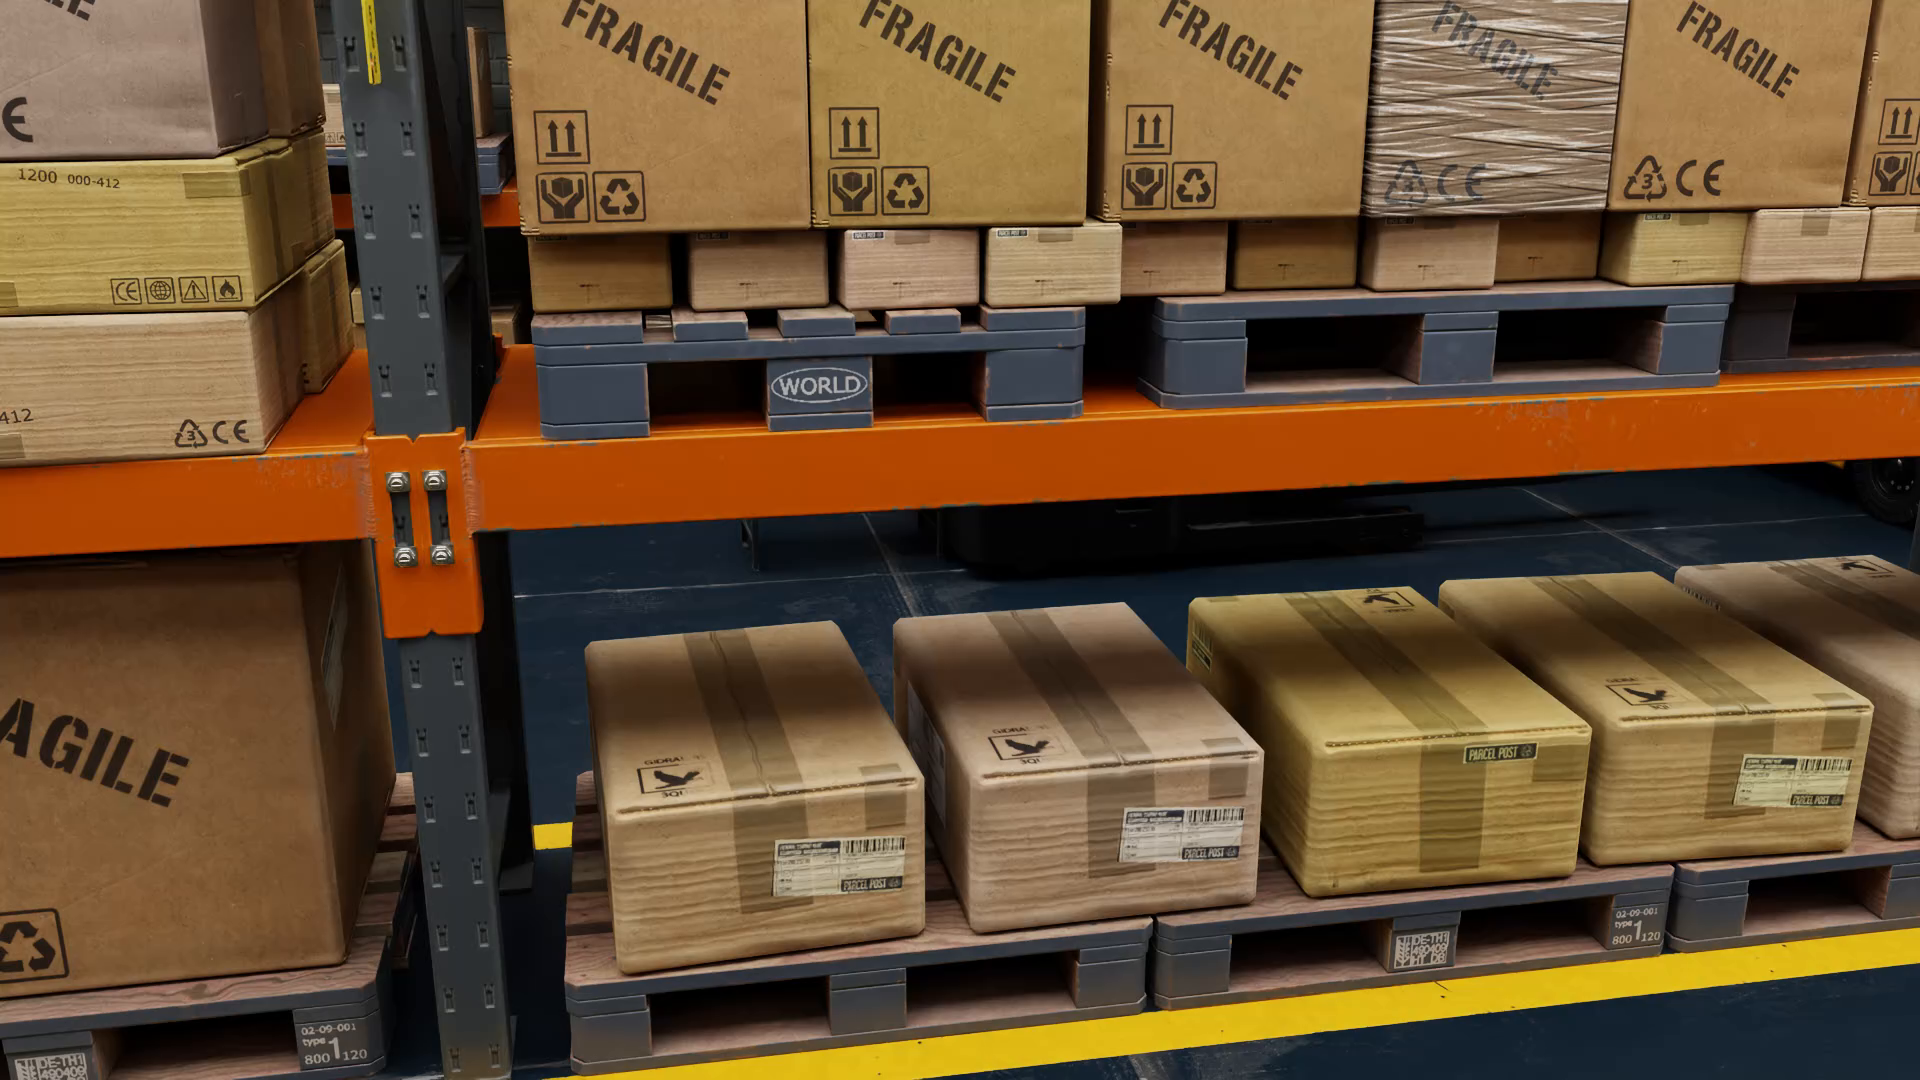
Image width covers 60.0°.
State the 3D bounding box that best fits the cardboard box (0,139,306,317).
[{"bbox_3d":[-1.475,-0.562,2.937,0.500,0.250,0.500,-3,17,-11],"label":"cardboard box"}]

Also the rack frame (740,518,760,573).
[{"bbox_3d":[-0.832,-0.648,6.368,0.023,1.500,0.400,-4,18,-14],"label":"rack frame"}]

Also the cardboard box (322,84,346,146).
[{"bbox_3d":[-2.967,-1.903,7.438,0.500,0.250,0.500,-4,18,-13],"label":"cardboard box"}]

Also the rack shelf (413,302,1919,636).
[{"bbox_3d":[0.916,-0.263,3.783,4.000,0.370,1.077,-3,17,-10],"label":"rack shelf"}]

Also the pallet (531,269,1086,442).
[{"bbox_3d":[-0.368,-0.474,3.572,1.003,0.211,1.213,-3,17,-10],"label":"pallet"}]

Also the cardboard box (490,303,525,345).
[{"bbox_3d":[-2.367,-0.846,8.000,0.500,0.500,0.500,-3,17,-9],"label":"cardboard box"}]

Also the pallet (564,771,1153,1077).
[{"bbox_3d":[-0.280,0.795,3.865,1.213,0.211,1.003,-3,17,-10],"label":"pallet"}]

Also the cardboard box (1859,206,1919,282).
[{"bbox_3d":[1.918,-0.656,3.552,0.250,0.149,0.380,-4,17,-11],"label":"cardboard box"}]

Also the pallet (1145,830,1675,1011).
[{"bbox_3d":[0.915,0.728,4.083,1.213,0.211,1.003,-3,17,-10],"label":"pallet"}]

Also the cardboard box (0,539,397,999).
[{"bbox_3d":[-1.742,0.334,3.518,0.875,0.875,0.875,-3,17,-11],"label":"cardboard box"}]

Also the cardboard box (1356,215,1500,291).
[{"bbox_3d":[0.903,-0.616,3.422,0.250,0.149,0.380,-3,17,-9],"label":"cardboard box"}]

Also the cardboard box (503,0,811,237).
[{"bbox_3d":[-0.562,-0.844,3.059,0.500,0.500,0.500,-4,17,-12],"label":"cardboard box"}]

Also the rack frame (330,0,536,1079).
[{"bbox_3d":[-1.048,-0.495,3.315,0.127,3.000,1.000,-3,17,-10],"label":"rack frame"}]

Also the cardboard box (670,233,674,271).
[{"bbox_3d":[-0.521,-0.698,3.687,0.250,0.149,0.380,-3,17,-10],"label":"cardboard box"}]

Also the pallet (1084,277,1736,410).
[{"bbox_3d":[0.888,-0.526,3.741,1.213,0.211,1.003,-3,17,-10],"label":"pallet"}]

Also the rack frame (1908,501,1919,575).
[{"bbox_3d":[2.880,-0.718,4.040,0.127,3.000,1.000,-3,17,-10],"label":"rack frame"}]

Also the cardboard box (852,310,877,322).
[{"bbox_3d":[-0.738,-1.061,8.486,0.625,0.625,0.875,-3,17,-9],"label":"cardboard box"}]

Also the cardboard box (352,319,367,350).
[{"bbox_3d":[-2.861,-0.821,7.919,0.500,0.500,0.500,-4,17,-11],"label":"cardboard box"}]

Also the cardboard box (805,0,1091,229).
[{"bbox_3d":[-0.052,-0.875,3.161,0.500,0.500,0.500,-2,17,-8],"label":"cardboard box"}]

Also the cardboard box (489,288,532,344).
[{"bbox_3d":[-2.460,-0.989,8.465,0.500,0.500,0.500,-3,17,-8],"label":"cardboard box"}]

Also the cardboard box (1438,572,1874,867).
[{"bbox_3d":[1.660,0.408,4.134,0.625,0.372,0.950,-2,17,-7],"label":"cardboard box"}]

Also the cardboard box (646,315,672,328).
[{"bbox_3d":[-1.378,-1.022,8.360,0.625,0.625,0.875,-3,17,-9],"label":"cardboard box"}]

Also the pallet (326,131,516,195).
[{"bbox_3d":[-2.645,-1.776,7.812,1.003,0.211,1.213,-3,17,-10],"label":"pallet"}]

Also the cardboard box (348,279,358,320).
[{"bbox_3d":[-2.959,-1.115,7.771,0.250,0.149,0.380,-4,17,-12],"label":"cardboard box"}]

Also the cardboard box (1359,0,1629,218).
[{"bbox_3d":[0.961,-0.932,3.347,0.500,0.500,0.500,-4,18,-13],"label":"cardboard box"}]

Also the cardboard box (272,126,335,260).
[{"bbox_3d":[-1.592,-0.705,3.404,0.500,0.250,0.500,-3,17,-11],"label":"cardboard box"}]

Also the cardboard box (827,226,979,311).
[{"bbox_3d":[-0.132,-0.548,3.201,0.250,0.149,0.380,-4,18,-14],"label":"cardboard box"}]

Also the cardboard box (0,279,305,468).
[{"bbox_3d":[-1.495,-0.320,3.002,0.500,0.250,0.500,-4,17,-12],"label":"cardboard box"}]

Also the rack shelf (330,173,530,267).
[{"bbox_3d":[-3.957,-1.471,7.716,4.000,0.370,1.077,-3,17,-10],"label":"rack shelf"}]

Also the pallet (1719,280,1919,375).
[{"bbox_3d":[2.102,-0.626,4.067,1.213,0.211,1.003,-3,17,-10],"label":"pallet"}]

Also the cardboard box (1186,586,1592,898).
[{"bbox_3d":[0.978,0.448,4.006,0.625,0.372,0.950,-3,17,-9],"label":"cardboard box"}]

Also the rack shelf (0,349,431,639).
[{"bbox_3d":[-3.011,-0.040,3.058,4.000,0.370,1.077,-3,17,-10],"label":"rack shelf"}]

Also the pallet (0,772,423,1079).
[{"bbox_3d":[-1.836,0.860,3.652,1.213,0.211,1.003,-3,17,-10],"label":"pallet"}]

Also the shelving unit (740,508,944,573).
[{"bbox_3d":[-0.477,-0.675,6.454,0.755,1.500,0.431,-4,18,-14],"label":"shelving unit"}]

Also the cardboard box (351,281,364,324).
[{"bbox_3d":[-2.692,-1.117,7.777,0.250,0.149,0.380,-4,18,-13],"label":"cardboard box"}]

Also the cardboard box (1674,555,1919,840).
[{"bbox_3d":[2.365,0.367,4.267,0.625,0.372,0.950,-3,17,-10],"label":"cardboard box"}]

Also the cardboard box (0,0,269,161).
[{"bbox_3d":[-1.506,-0.917,2.814,0.500,0.500,0.500,-4,17,-12],"label":"cardboard box"}]

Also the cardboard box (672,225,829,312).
[{"bbox_3d":[-0.409,-0.546,3.194,0.250,0.149,0.380,-4,18,-14],"label":"cardboard box"}]

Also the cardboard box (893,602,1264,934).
[{"bbox_3d":[0.232,0.488,3.874,0.625,0.372,0.950,-4,17,-12],"label":"cardboard box"}]

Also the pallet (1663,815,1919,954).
[{"bbox_3d":[2.116,0.659,4.307,1.213,0.211,1.003,-3,17,-10],"label":"pallet"}]

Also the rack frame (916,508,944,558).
[{"bbox_3d":[-0.122,-0.701,6.541,0.023,1.500,0.400,-4,18,-14],"label":"rack frame"}]

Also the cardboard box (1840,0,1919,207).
[{"bbox_3d":[1.983,-0.989,3.530,0.500,0.500,0.500,-3,17,-10],"label":"cardboard box"}]

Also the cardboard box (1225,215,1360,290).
[{"bbox_3d":[0.634,-0.621,3.436,0.250,0.149,0.380,-3,17,-8],"label":"cardboard box"}]

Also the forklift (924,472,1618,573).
[{"bbox_3d":[1.373,-1.490,6.672,3.031,2.935,1.130,-4,18,-14],"label":"forklift"}]

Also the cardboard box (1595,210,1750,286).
[{"bbox_3d":[1.423,-0.638,3.492,0.250,0.149,0.380,-3,17,-10],"label":"cardboard box"}]

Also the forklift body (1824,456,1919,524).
[{"bbox_3d":[4.346,-1.334,7.492,1.214,2.155,2.313,-3,17,-10],"label":"forklift body"}]

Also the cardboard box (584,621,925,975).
[{"bbox_3d":[-0.491,0.532,3.732,0.625,0.372,0.950,-4,18,-14],"label":"cardboard box"}]

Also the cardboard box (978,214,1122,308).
[{"bbox_3d":[0.142,-0.558,3.231,0.250,0.149,0.380,-3,17,-10],"label":"cardboard box"}]

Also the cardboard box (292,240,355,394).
[{"bbox_3d":[-1.576,-0.469,3.484,0.500,0.250,0.500,-4,17,-11],"label":"cardboard box"}]

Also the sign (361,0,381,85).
[{"bbox_3d":[-0.939,-0.889,2.625,0.005,0.325,0.100,-3,17,-10],"label":"sign"}]

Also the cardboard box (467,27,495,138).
[{"bbox_3d":[-2.528,-2.191,7.950,0.500,0.500,0.500,-2,17,-8],"label":"cardboard box"}]

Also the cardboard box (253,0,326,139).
[{"bbox_3d":[-1.578,-1.064,3.294,0.500,0.500,0.500,-4,17,-12],"label":"cardboard box"}]

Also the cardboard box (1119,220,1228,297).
[{"bbox_3d":[0.364,-0.594,3.348,0.250,0.149,0.380,-2,17,-7],"label":"cardboard box"}]

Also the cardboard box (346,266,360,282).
[{"bbox_3d":[-3.059,-1.259,8.238,0.250,0.149,0.380,-3,17,-10],"label":"cardboard box"}]

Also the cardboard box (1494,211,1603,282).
[{"bbox_3d":[1.144,-0.653,3.540,0.250,0.149,0.380,-4,17,-12],"label":"cardboard box"}]

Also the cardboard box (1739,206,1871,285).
[{"bbox_3d":[1.669,-0.641,3.502,0.250,0.149,0.380,-3,17,-10],"label":"cardboard box"}]

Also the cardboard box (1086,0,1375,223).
[{"bbox_3d":[0.469,-0.907,3.263,0.500,0.500,0.500,-3,17,-10],"label":"cardboard box"}]

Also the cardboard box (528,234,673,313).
[{"bbox_3d":[-0.693,-0.540,3.175,0.250,0.149,0.380,-4,18,-14],"label":"cardboard box"}]

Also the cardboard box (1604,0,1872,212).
[{"bbox_3d":[1.475,-0.962,3.442,0.500,0.500,0.500,-3,17,-9],"label":"cardboard box"}]
